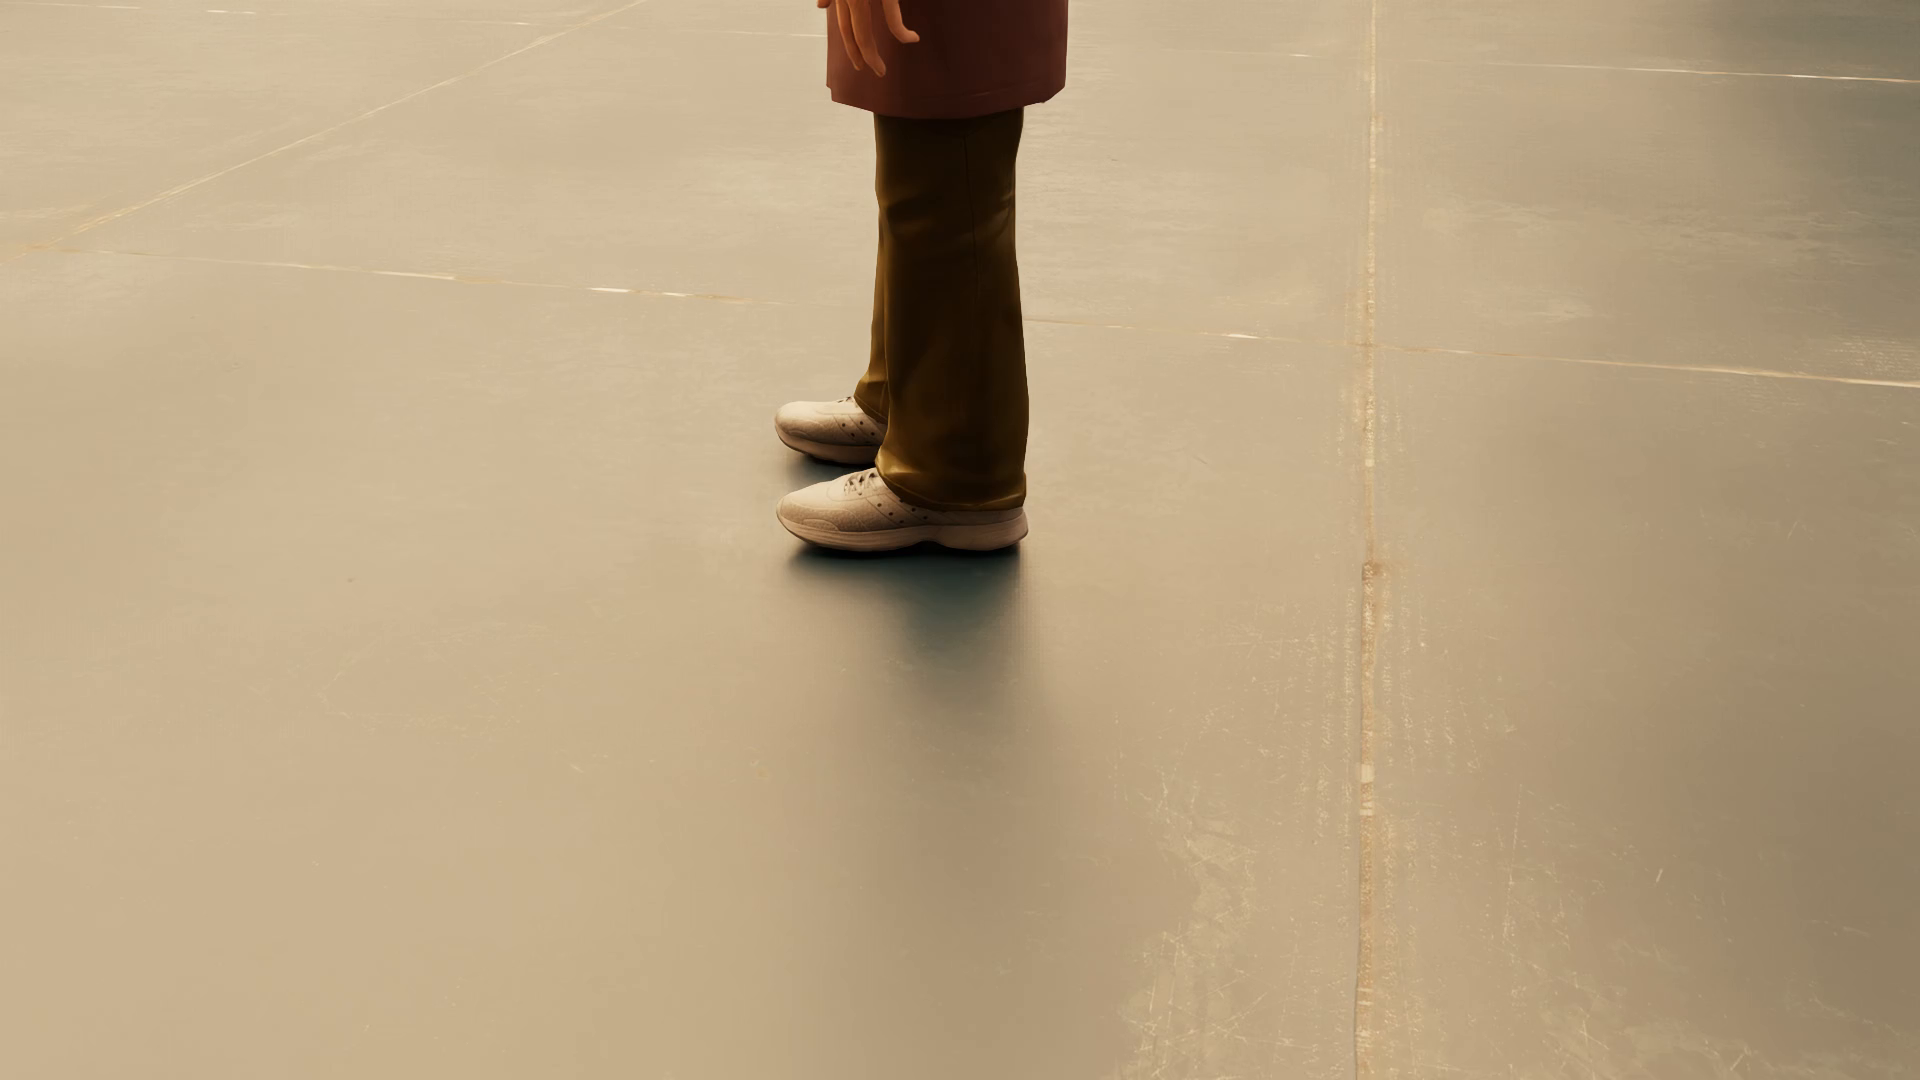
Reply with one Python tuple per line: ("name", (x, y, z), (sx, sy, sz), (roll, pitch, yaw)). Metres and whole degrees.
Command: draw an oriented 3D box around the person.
("person", (-0.087, -0.811, 2.118), (0.582, 1.775, 0.696), (6, 27, 11))
